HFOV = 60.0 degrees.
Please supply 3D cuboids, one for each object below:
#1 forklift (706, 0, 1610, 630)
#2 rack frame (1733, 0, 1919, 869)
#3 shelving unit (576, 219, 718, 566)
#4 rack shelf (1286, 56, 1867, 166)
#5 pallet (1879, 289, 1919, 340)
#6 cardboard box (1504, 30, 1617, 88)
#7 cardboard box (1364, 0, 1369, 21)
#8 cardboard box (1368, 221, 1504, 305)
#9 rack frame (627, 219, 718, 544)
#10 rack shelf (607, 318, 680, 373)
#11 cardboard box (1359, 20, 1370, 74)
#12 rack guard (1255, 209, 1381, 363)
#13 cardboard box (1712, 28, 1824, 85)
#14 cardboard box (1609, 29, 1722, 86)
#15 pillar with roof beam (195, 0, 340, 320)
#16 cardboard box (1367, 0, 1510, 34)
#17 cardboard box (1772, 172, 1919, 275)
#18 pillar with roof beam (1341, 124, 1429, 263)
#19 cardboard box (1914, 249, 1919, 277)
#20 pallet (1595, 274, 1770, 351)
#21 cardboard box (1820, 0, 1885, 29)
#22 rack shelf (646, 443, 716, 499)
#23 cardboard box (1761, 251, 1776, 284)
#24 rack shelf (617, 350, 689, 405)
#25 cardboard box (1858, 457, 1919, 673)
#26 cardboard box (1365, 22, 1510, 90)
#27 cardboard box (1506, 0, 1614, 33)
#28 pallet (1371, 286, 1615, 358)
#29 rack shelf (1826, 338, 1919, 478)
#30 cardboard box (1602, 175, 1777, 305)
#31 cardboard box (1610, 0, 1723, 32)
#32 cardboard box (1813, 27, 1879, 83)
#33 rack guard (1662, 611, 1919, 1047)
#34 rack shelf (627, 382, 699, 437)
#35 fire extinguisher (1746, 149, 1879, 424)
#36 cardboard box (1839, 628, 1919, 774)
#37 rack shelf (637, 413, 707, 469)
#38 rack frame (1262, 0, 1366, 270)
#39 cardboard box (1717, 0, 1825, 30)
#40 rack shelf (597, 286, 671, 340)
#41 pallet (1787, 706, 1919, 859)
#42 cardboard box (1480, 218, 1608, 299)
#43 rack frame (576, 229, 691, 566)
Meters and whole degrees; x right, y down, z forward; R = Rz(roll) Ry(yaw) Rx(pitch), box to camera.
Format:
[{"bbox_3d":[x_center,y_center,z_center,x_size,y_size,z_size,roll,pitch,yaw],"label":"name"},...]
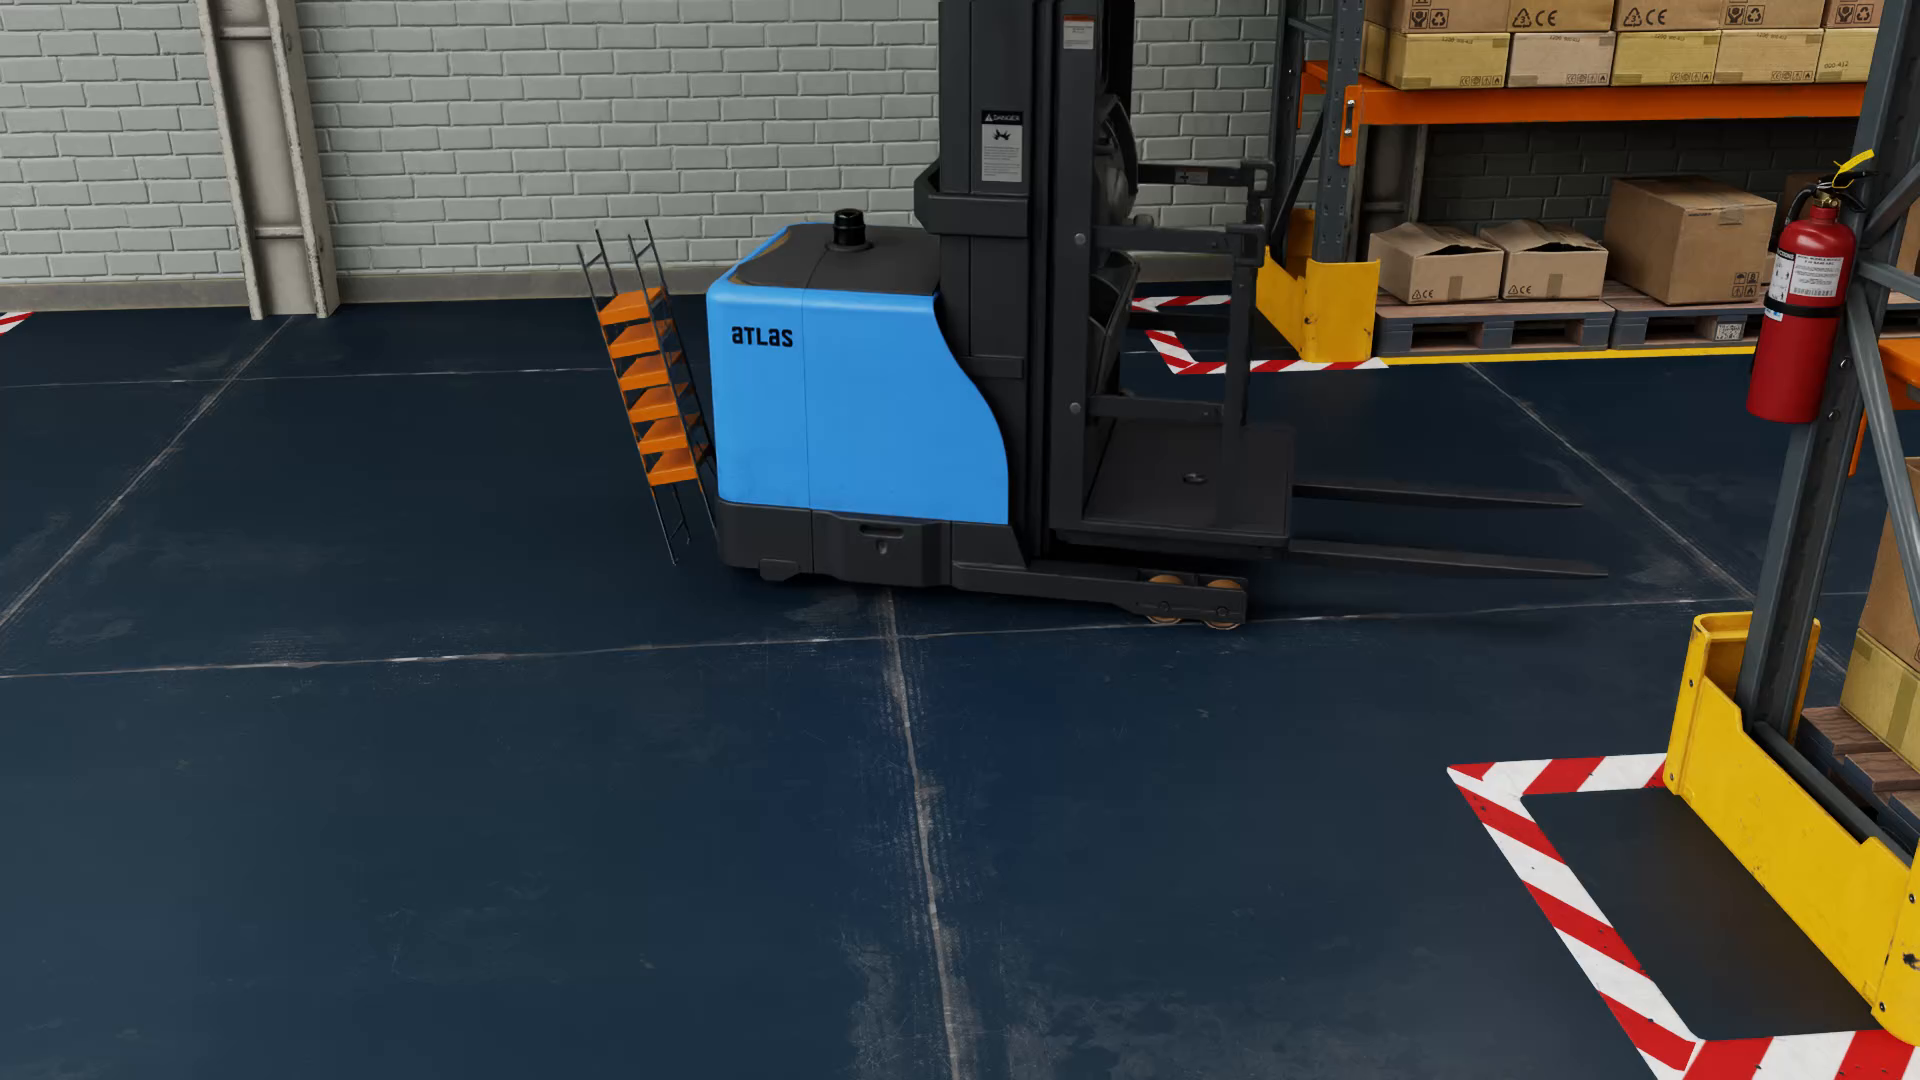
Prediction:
[{"bbox_3d":[0.707,-1.273,5.504,3.031,2.935,1.130,5,24,10],"label":"forklift"},{"bbox_3d":[2.239,-0.480,3.637,0.127,3.000,1.000,-2,24,-5],"label":"rack frame"},{"bbox_3d":[-1.062,-0.511,5.905,0.189,1.200,0.258,-9,23,10],"label":"shelving unit"},{"bbox_3d":[3.738,-2.233,8.467,4.000,0.370,1.077,-2,24,-5],"label":"rack shelf"},{"bbox_3d":[5.064,-1.327,8.975,1.213,0.211,1.003,-2,24,-5],"label":"pallet"},{"bbox_3d":[2.780,-2.341,7.983,0.500,0.250,0.500,-3,24,-7],"label":"cardboard box"},{"bbox_3d":[2.196,-2.870,8.251,0.500,0.500,0.500,-3,24,-6],"label":"cardboard box"},{"bbox_3d":[2.445,-1.446,8.579,0.500,0.311,0.500,-5,24,-11],"label":"cardboard box"},{"bbox_3d":[-0.973,-0.525,5.889,0.006,1.200,0.240,-9,23,10],"label":"rack frame"},{"bbox_3d":[-1.103,-0.687,5.831,0.180,0.103,0.258,-9,23,10],"label":"rack shelf"},{"bbox_3d":[2.194,-2.520,8.386,0.500,0.250,0.500,-2,24,-4],"label":"cardboard box"},{"bbox_3d":[1.824,-1.343,8.656,0.348,0.500,1.175,-2,24,-5],"label":"rack guard"},{"bbox_3d":[3.791,-2.378,8.067,0.500,0.250,0.500,-2,24,-5],"label":"cardboard box"},{"bbox_3d":[3.288,-2.359,8.023,0.500,0.250,0.500,-3,24,-6],"label":"cardboard box"},{"bbox_3d":[-3.188,-3.622,3.319,0.400,9.000,9.100,-2,24,-5],"label":"pillar with roof beam"},{"bbox_3d":[2.253,-2.663,7.785,0.500,0.500,0.500,-2,24,-5],"label":"cardboard box"},{"bbox_3d":[4.700,-1.643,8.790,0.500,0.500,0.500,-4,24,-9],"label":"cardboard box"},{"bbox_3d":[2.783,-3.861,3.858,0.400,9.000,9.100,-2,24,-5],"label":"pillar with roof beam"},{"bbox_3d":[5.199,-1.515,8.912,0.250,0.166,0.380,-5,25,-12],"label":"cardboard box"},{"bbox_3d":[3.847,-1.277,8.862,1.213,0.211,1.003,-2,24,-5],"label":"pallet"},{"bbox_3d":[4.290,-2.743,7.966,0.500,0.500,0.500,-3,24,-7],"label":"cardboard box"},{"bbox_3d":[-1.002,-0.254,6.012,0.180,0.103,0.258,-9,23,10],"label":"rack shelf"},{"bbox_3d":[4.135,-1.485,8.865,0.250,0.149,0.380,-4,24,-9],"label":"cardboard box"},{"bbox_3d":[-1.078,-0.579,5.876,0.180,0.103,0.258,-9,23,10],"label":"rack shelf"},{"bbox_3d":[2.743,0.100,4.277,0.500,0.500,0.500,-2,24,-5],"label":"cardboard box"},{"bbox_3d":[2.265,-2.314,7.923,0.500,0.250,0.500,-3,24,-7],"label":"cardboard box"},{"bbox_3d":[2.746,-2.679,7.821,0.500,0.500,0.500,-2,24,-5],"label":"cardboard box"},{"bbox_3d":[2.636,-1.229,8.756,1.213,0.211,1.003,-2,24,-5],"label":"pallet"},{"bbox_3d":[4.229,-0.231,3.963,4.000,0.370,1.077,-2,24,-5],"label":"rack shelf"},{"bbox_3d":[3.748,-1.564,8.612,0.500,0.500,0.700,-4,24,-8],"label":"cardboard box"},{"bbox_3d":[3.260,-2.697,7.861,0.500,0.500,0.500,-3,24,-7],"label":"cardboard box"},{"bbox_3d":[4.292,-2.398,8.113,0.500,0.250,0.500,-2,24,-5],"label":"cardboard box"},{"bbox_3d":[2.215,0.663,4.143,0.348,0.500,1.175,-2,24,-5],"label":"rack guard"},{"bbox_3d":[-1.052,-0.471,5.922,0.180,0.103,0.258,-9,23,10],"label":"rack shelf"},{"bbox_3d":[2.075,-0.628,4.065,0.183,0.674,0.296,-2,24,-5],"label":"fire extinguisher"},{"bbox_3d":[2.743,0.444,4.427,0.500,0.250,0.500,-2,24,-5],"label":"cardboard box"},{"bbox_3d":[-1.027,-0.362,5.967,0.180,0.103,0.258,-9,23,10],"label":"rack shelf"},{"bbox_3d":[1.748,-2.482,8.142,0.127,3.000,1.000,-2,24,-5],"label":"rack frame"},{"bbox_3d":[3.773,-2.722,7.919,0.500,0.500,0.500,-2,24,-3],"label":"cardboard box"},{"bbox_3d":[-1.128,-0.795,5.785,0.180,0.103,0.258,-9,23,10],"label":"rack shelf"},{"bbox_3d":[2.996,0.747,4.310,1.213,0.211,1.003,-2,24,-5],"label":"pallet"},{"bbox_3d":[3.013,-1.469,8.630,0.500,0.311,0.500,0,24,-1],"label":"cardboard box"},{"bbox_3d":[-1.151,-0.497,5.921,0.006,1.200,0.240,-9,23,10],"label":"rack frame"}]
